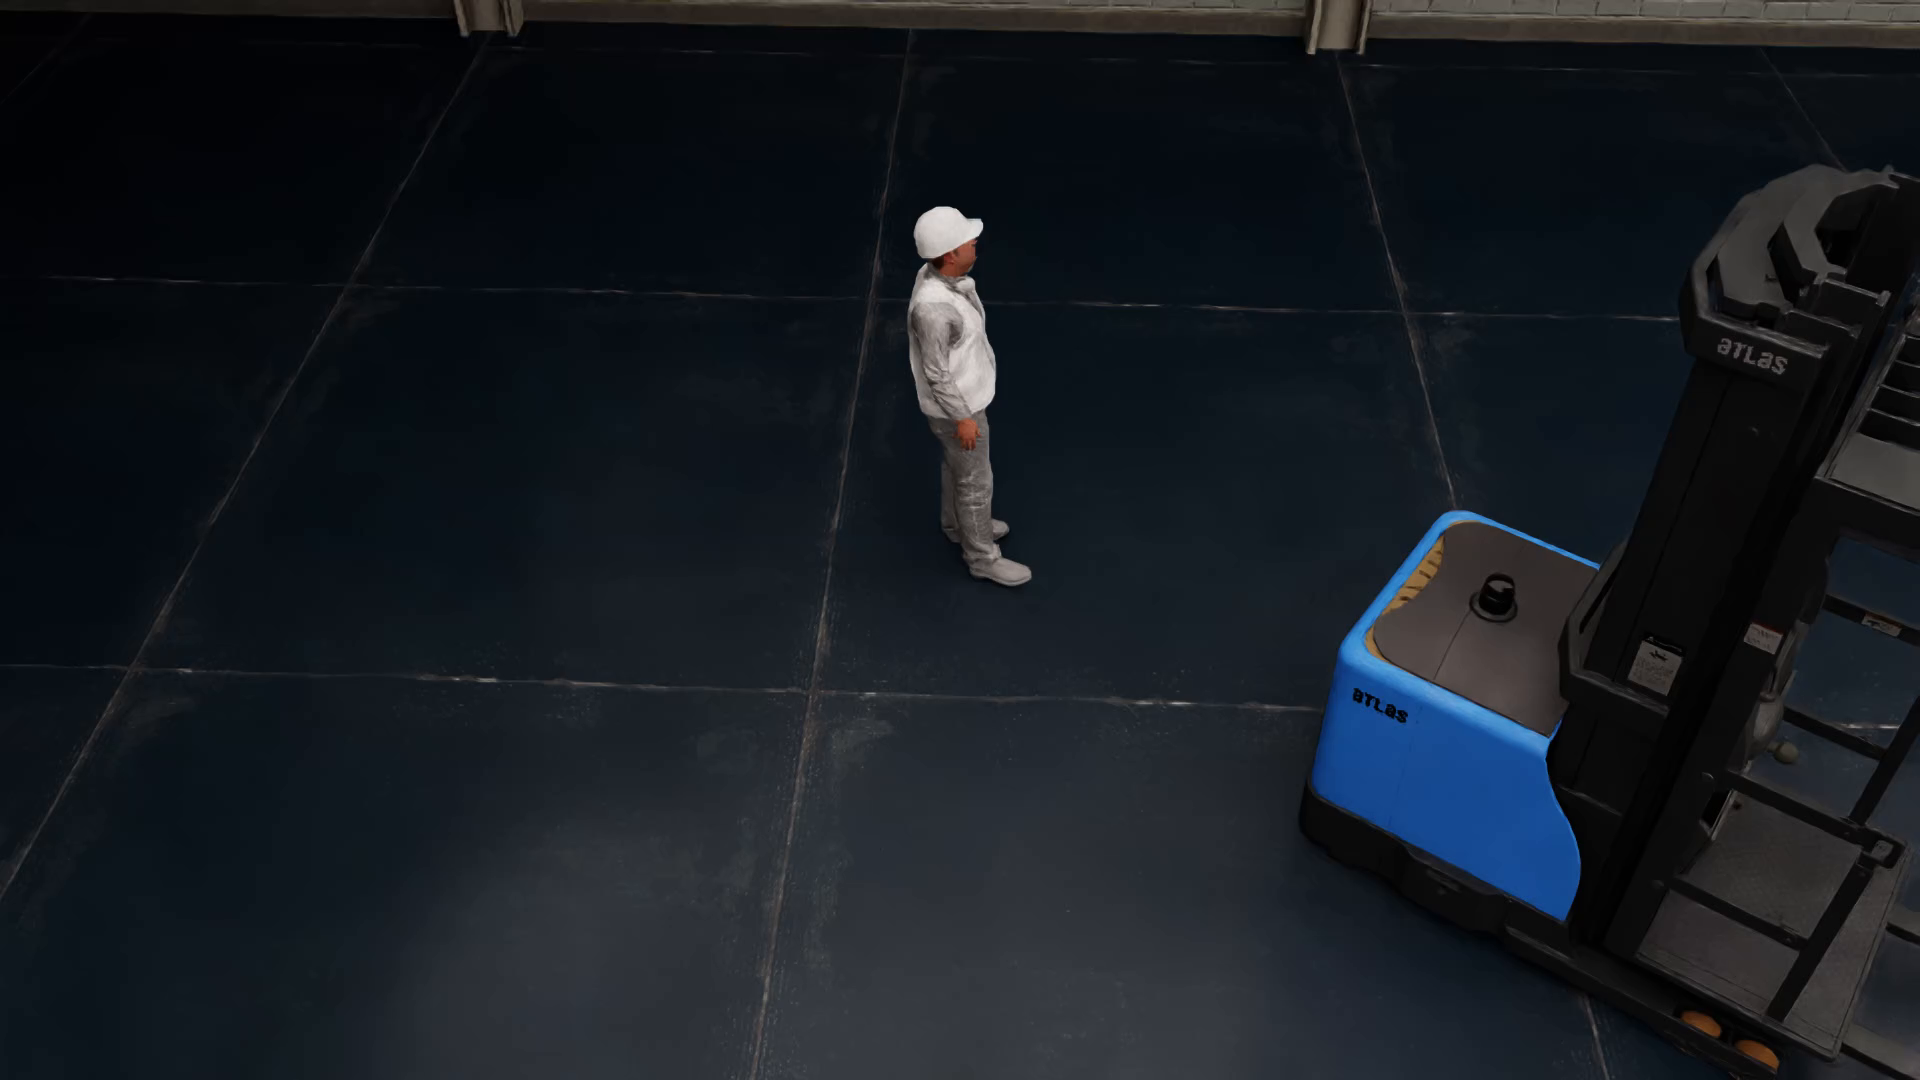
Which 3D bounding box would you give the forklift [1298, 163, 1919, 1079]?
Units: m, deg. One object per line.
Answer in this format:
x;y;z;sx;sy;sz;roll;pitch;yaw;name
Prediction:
2.832;0.417;5.285;3.031;2.935;1.130;26;48;26;forklift

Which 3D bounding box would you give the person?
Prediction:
0.062;-0.653;7.305;0.567;1.773;0.632;2;42;2;person
